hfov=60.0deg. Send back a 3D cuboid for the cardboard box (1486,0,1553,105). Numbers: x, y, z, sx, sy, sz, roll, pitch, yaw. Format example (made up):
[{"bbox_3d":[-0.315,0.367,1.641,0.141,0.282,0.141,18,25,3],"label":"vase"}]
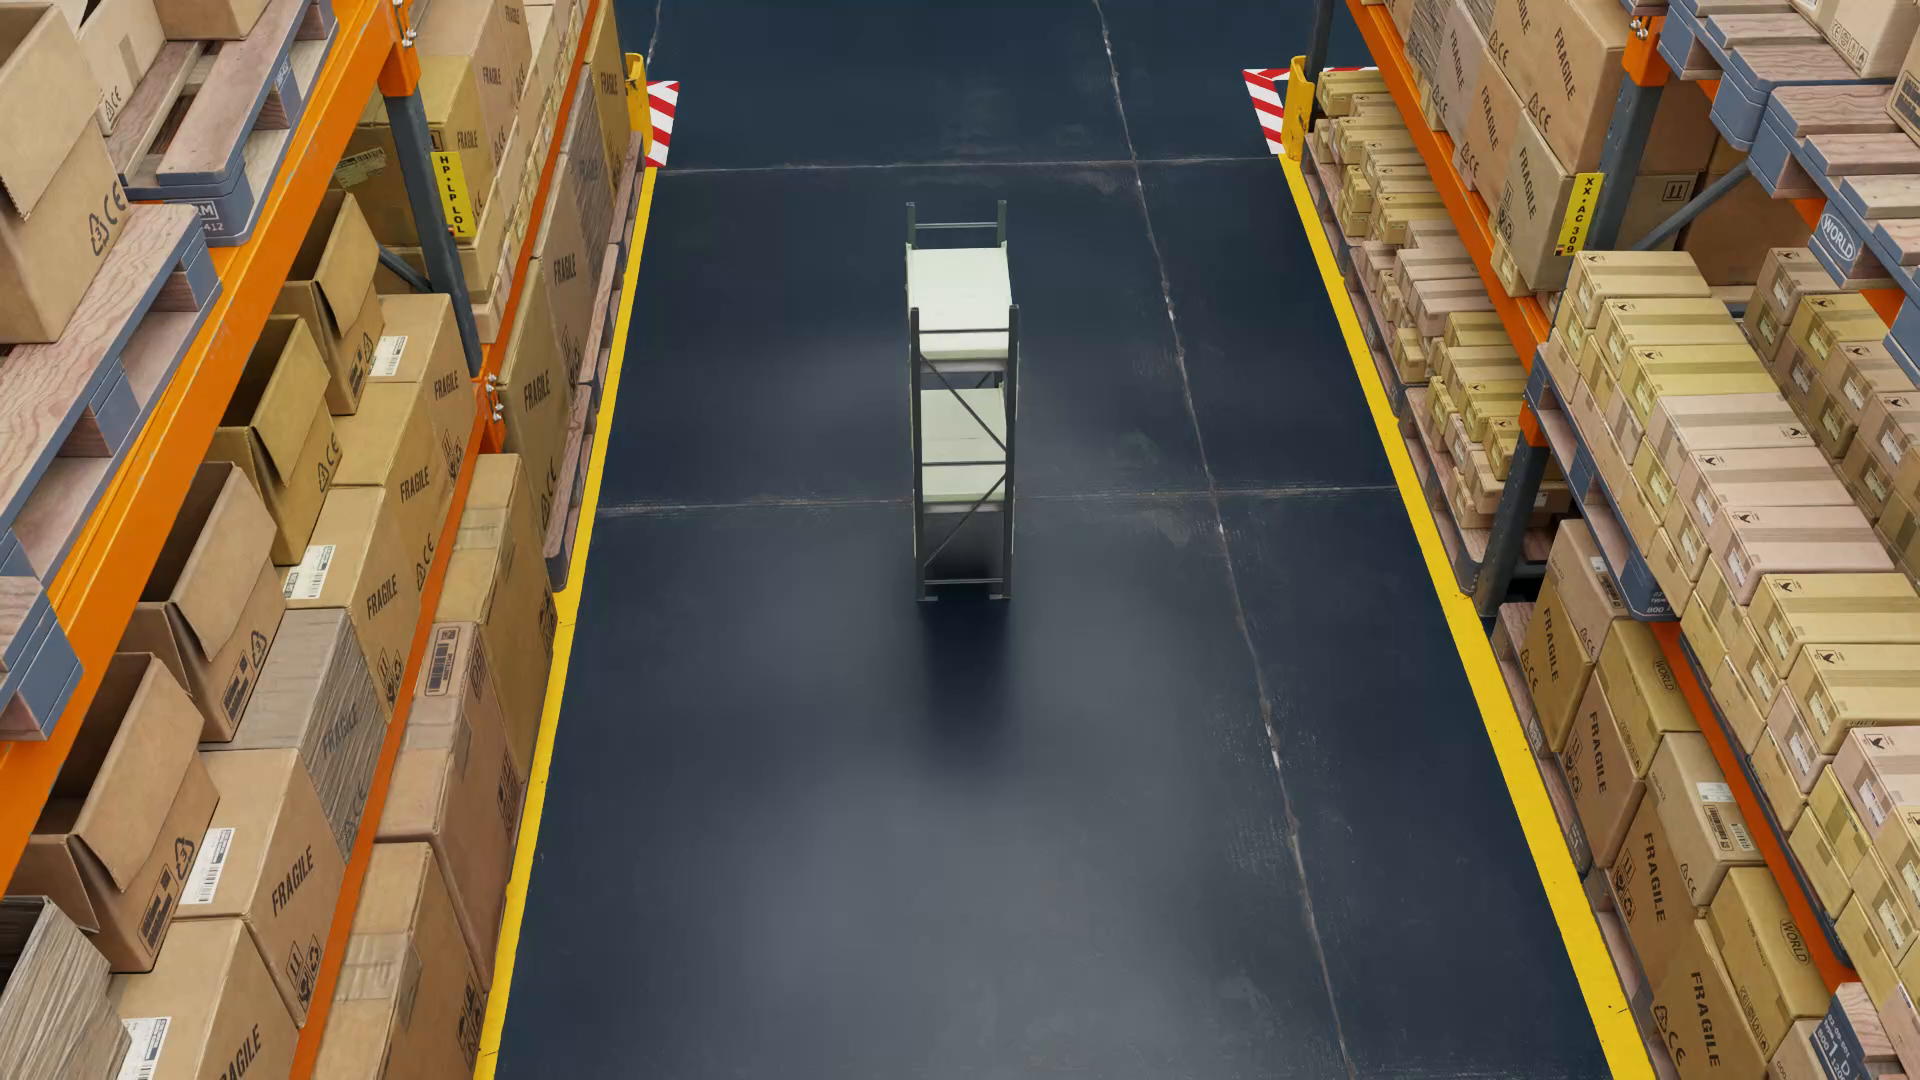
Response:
[{"bbox_3d":[2.375,-2.002,6.330,0.500,0.500,0.500,-3,43,-3],"label":"cardboard box"}]

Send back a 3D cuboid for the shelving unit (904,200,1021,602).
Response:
[{"bbox_3d":[0.000,-0.548,6.888,0.431,1.500,0.755,-2,43,-2],"label":"shelving unit"}]

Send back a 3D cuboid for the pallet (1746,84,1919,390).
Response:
[{"bbox_3d":[2.659,-0.745,3.912,1.213,0.211,1.003,-2,43,-2],"label":"pallet"}]

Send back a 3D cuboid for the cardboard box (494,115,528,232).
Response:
[{"bbox_3d":[-2.042,-1.470,6.674,0.500,0.250,0.500,-2,43,-2],"label":"cardboard box"}]

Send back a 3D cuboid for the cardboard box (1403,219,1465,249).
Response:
[{"bbox_3d":[2.387,-1.434,8.103,0.380,0.149,0.250,-2,43,-2],"label":"cardboard box"}]

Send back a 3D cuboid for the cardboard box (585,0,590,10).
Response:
[{"bbox_3d":[-2.071,-2.786,8.405,0.380,0.149,0.250,-2,43,-2],"label":"cardboard box"}]

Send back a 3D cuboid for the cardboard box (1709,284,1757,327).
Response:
[{"bbox_3d":[3.007,-0.937,6.388,0.380,0.149,0.250,0,43,0],"label":"cardboard box"}]

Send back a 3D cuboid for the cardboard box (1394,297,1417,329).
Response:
[{"bbox_3d":[2.347,-1.064,8.140,0.380,0.149,0.250,-1,43,-1],"label":"cardboard box"}]

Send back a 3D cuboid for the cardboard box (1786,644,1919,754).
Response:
[{"bbox_3d":[2.331,0.399,4.179,0.380,0.149,0.250,0,43,0],"label":"cardboard box"}]

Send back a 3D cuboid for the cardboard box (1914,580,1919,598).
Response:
[{"bbox_3d":[2.966,0.251,4.781,0.380,0.149,0.250,0,43,0],"label":"cardboard box"}]

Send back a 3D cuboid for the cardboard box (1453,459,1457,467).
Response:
[{"bbox_3d":[2.408,-0.365,7.377,0.380,0.149,0.250,-1,43,-1],"label":"cardboard box"}]

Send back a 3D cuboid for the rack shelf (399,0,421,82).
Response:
[{"bbox_3d":[-2.352,-2.945,6.706,1.077,0.370,4.000,-2,43,-2],"label":"rack shelf"}]

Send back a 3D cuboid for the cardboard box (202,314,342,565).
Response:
[{"bbox_3d":[-2.214,-0.267,4.654,0.797,0.503,0.637,-1,43,-1],"label":"cardboard box"}]

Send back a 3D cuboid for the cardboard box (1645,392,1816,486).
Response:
[{"bbox_3d":[2.284,-0.301,4.943,0.380,0.149,0.250,-2,43,-2],"label":"cardboard box"}]

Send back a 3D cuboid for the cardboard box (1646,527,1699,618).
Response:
[{"bbox_3d":[2.295,0.085,4.962,0.380,0.149,0.250,-3,43,-4],"label":"cardboard box"}]

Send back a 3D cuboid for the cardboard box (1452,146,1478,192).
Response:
[{"bbox_3d":[2.347,-1.632,7.147,0.380,0.149,0.250,-3,43,-4],"label":"cardboard box"}]

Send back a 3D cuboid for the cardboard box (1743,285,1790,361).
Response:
[{"bbox_3d":[2.907,-0.738,5.640,0.380,0.149,0.250,0,43,0],"label":"cardboard box"}]

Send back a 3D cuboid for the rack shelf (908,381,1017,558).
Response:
[{"bbox_3d":[0.000,-0.308,7.108,0.431,0.370,0.720,-2,43,-2],"label":"rack shelf"}]

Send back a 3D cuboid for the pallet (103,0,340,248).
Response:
[{"bbox_3d":[-2.179,-1.172,4.380,0.805,0.209,1.217,-3,43,-4],"label":"pallet"}]

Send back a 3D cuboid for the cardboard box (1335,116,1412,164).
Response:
[{"bbox_3d":[2.220,-2.132,8.865,0.380,0.149,0.250,-2,43,-2],"label":"cardboard box"}]

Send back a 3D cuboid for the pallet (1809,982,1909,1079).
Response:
[{"bbox_3d":[2.726,1.464,3.724,1.213,0.211,1.003,-2,43,-2],"label":"pallet"}]

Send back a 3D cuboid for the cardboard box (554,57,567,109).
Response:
[{"bbox_3d":[-2.028,-2.099,7.656,0.380,0.149,0.250,-1,43,-1],"label":"cardboard box"}]

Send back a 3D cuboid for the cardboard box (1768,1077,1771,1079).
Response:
[{"bbox_3d":[2.555,1.851,4.700,0.500,0.500,0.500,0,43,0],"label":"cardboard box"}]

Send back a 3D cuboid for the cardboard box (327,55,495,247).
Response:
[{"bbox_3d":[-2.032,-1.416,6.061,0.500,0.500,0.500,-2,43,-2],"label":"cardboard box"}]

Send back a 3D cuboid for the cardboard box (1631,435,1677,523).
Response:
[{"bbox_3d":[2.286,-0.197,5.049,0.380,0.149,0.250,-3,43,-4],"label":"cardboard box"}]

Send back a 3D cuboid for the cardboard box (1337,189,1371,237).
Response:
[{"bbox_3d":[2.237,-1.753,8.891,0.380,0.149,0.250,-1,43,-1],"label":"cardboard box"}]

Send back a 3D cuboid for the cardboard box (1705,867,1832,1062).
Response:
[{"bbox_3d":[2.533,1.223,4.829,0.500,0.250,0.500,-1,43,-1],"label":"cardboard box"}]

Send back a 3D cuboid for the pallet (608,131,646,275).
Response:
[{"bbox_3d":[-2.325,-1.889,9.305,1.003,0.211,1.213,-2,43,-2],"label":"pallet"}]

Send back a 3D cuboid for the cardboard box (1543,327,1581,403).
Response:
[{"bbox_3d":[2.250,-0.612,5.722,0.380,0.149,0.250,-4,43,-4],"label":"cardboard box"}]

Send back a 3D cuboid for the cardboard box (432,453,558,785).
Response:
[{"bbox_3d":[-2.220,0.305,6.108,1.225,0.875,0.875,-2,43,-2],"label":"cardboard box"}]

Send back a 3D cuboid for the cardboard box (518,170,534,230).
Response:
[{"bbox_3d":[-1.983,-1.404,6.897,0.380,0.149,0.250,-3,43,-3],"label":"cardboard box"}]

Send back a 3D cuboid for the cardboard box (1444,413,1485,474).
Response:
[{"bbox_3d":[2.338,-0.428,7.226,0.380,0.149,0.250,-4,43,-4],"label":"cardboard box"}]

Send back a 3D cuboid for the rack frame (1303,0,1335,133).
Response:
[{"bbox_3d":[2.523,-3.529,9.030,1.000,3.000,0.127,-2,43,-2],"label":"rack frame"}]

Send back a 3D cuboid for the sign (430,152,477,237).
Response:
[{"bbox_3d":[-1.726,-1.174,5.663,0.100,0.325,0.005,-2,43,-2],"label":"sign"}]

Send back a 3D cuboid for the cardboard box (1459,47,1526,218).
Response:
[{"bbox_3d":[2.369,-1.644,6.680,0.500,0.500,0.500,-3,43,-3],"label":"cardboard box"}]

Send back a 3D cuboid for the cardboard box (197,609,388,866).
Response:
[{"bbox_3d":[-1.915,0.542,4.515,0.500,0.500,0.500,-1,43,-2],"label":"cardboard box"}]

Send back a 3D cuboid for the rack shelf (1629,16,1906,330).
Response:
[{"bbox_3d":[2.777,-0.319,3.840,1.077,0.370,4.000,-2,43,-2],"label":"rack shelf"}]

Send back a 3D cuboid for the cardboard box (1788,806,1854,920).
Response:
[{"bbox_3d":[2.342,0.798,4.184,0.380,0.149,0.250,-3,43,-4],"label":"cardboard box"}]

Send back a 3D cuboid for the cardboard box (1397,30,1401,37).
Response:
[{"bbox_3d":[2.354,-2.500,8.093,0.380,0.149,0.250,-2,43,-2],"label":"cardboard box"}]

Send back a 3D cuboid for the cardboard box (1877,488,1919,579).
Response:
[{"bbox_3d":[2.952,-0.032,4.870,0.380,0.149,0.250,-4,43,-4],"label":"cardboard box"}]

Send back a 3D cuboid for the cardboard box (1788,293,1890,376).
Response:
[{"bbox_3d":[2.917,-0.663,5.338,0.380,0.149,0.250,-3,43,-3],"label":"cardboard box"}]

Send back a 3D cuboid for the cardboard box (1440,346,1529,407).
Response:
[{"bbox_3d":[2.349,-0.724,7.328,0.380,0.149,0.250,-2,43,-2],"label":"cardboard box"}]

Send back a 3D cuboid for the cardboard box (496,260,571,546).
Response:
[{"bbox_3d":[-2.215,-0.574,7.068,0.875,0.875,0.875,-2,43,-2],"label":"cardboard box"}]

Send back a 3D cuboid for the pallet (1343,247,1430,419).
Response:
[{"bbox_3d":[2.574,-1.079,8.420,1.003,0.211,1.213,-2,43,-2],"label":"pallet"}]

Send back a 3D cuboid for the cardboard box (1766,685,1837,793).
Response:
[{"bbox_3d":[2.329,0.509,4.280,0.380,0.149,0.250,-1,43,-1],"label":"cardboard box"}]

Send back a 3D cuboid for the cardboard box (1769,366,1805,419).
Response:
[{"bbox_3d":[2.919,-0.453,5.549,0.380,0.149,0.250,-1,43,-2],"label":"cardboard box"}]

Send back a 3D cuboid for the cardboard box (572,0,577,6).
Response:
[{"bbox_3d":[-2.131,-2.847,8.177,0.500,0.250,0.500,-2,43,-3],"label":"cardboard box"}]

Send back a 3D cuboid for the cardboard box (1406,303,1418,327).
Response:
[{"bbox_3d":[2.374,-1.134,7.995,0.380,0.149,0.250,-4,43,-4],"label":"cardboard box"}]

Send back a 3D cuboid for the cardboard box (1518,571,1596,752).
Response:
[{"bbox_3d":[2.459,0.444,6.234,0.500,0.500,0.500,0,43,0],"label":"cardboard box"}]

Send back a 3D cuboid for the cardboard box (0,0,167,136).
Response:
[{"bbox_3d":[-2.311,-1.239,4.067,0.500,0.311,0.500,-3,43,-3],"label":"cardboard box"}]
